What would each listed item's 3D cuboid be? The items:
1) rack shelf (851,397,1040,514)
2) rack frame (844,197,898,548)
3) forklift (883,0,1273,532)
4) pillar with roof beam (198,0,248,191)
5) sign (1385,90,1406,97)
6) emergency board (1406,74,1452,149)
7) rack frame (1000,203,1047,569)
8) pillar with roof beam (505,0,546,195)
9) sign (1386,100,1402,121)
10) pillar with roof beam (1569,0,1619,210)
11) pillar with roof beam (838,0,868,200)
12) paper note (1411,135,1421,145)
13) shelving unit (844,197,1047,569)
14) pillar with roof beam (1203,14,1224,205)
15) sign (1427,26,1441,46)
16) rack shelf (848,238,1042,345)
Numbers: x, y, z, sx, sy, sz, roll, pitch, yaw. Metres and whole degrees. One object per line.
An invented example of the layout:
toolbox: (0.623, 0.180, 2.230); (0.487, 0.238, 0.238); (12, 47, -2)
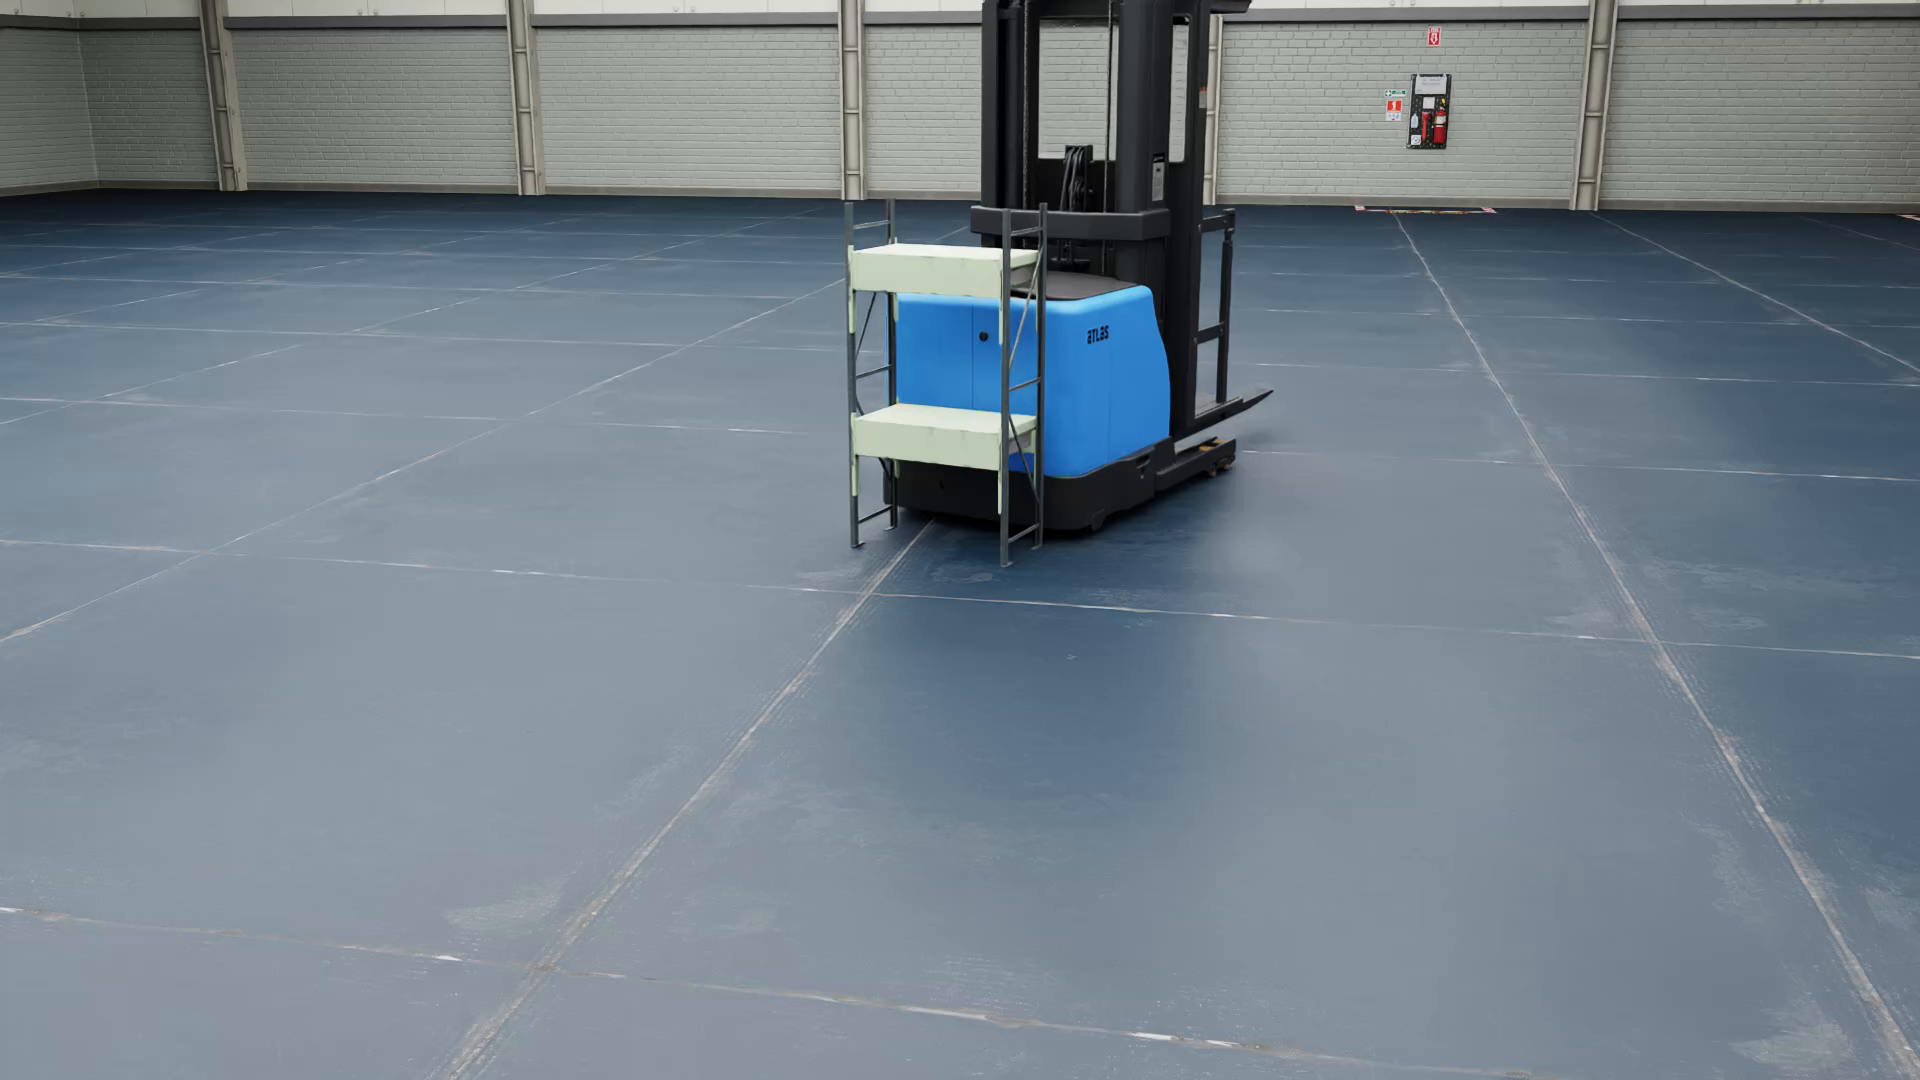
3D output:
rack shelf: (-0.059, -0.378, 7.268); (0.720, 0.370, 0.431); (8, 17, 25)
rack frame: (-0.386, -0.736, 7.339); (0.023, 1.500, 0.400); (8, 17, 25)
forklift: (0.815, -1.795, 8.480); (1.130, 2.935, 3.031); (9, 18, 29)
pillar with roof beam: (-14.442, -9.756, 25.854); (0.400, 9.000, 9.100); (3, 16, 11)
sign: (7.002, -7.182, 26.741); (0.331, 0.109, 0.001); (3, 16, 11)
emergency board: (7.520, -6.856, 26.622); (0.643, 1.169, 0.194); (3, 16, 11)
rack frame: (0.269, -0.649, 7.024); (0.023, 1.500, 0.400); (8, 17, 25)
pillar with roof beam: (-8.562, -9.437, 24.702); (0.400, 9.000, 9.100); (3, 16, 11)
sign: (6.999, -6.929, 26.821); (0.234, 0.329, 0.001); (3, 16, 11)
pillar with roof beam: (9.077, -8.479, 21.245); (0.400, 9.000, 9.100); (3, 16, 11)
pillar with roof beam: (-2.683, -9.117, 23.549); (0.400, 9.000, 9.100); (3, 16, 11)
paper note: (7.361, -6.458, 26.839); (0.142, 0.148, 0.016); (3, 16, 11)
shelving unit: (-0.059, -0.692, 7.181); (0.755, 1.500, 0.431); (8, 17, 25)
pillar with roof beam: (3.197, -8.798, 22.397); (0.400, 9.000, 9.100); (3, 16, 11)
sign: (7.532, -7.999, 26.408); (0.199, 0.298, 0.001); (3, 16, 11)
rack shelf: (-0.059, -1.068, 7.077); (0.720, 0.370, 0.431); (8, 17, 25)
